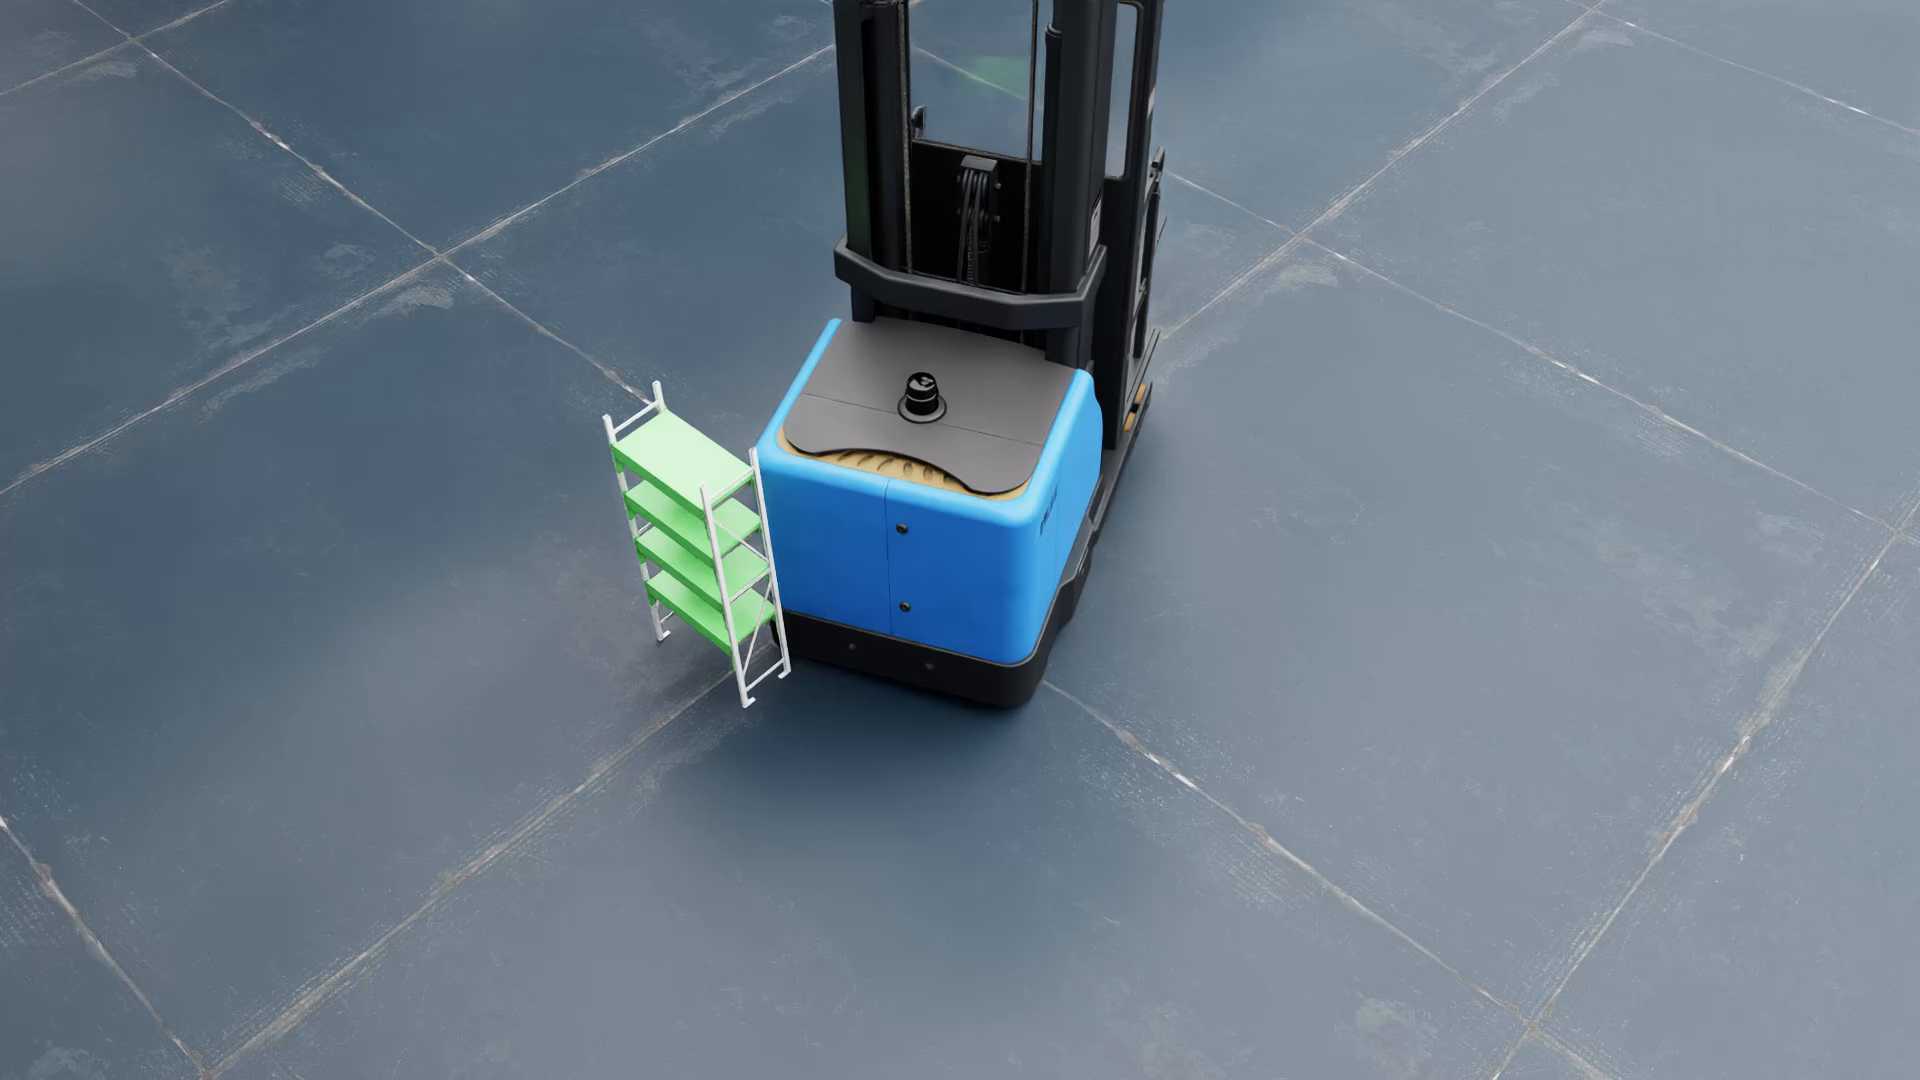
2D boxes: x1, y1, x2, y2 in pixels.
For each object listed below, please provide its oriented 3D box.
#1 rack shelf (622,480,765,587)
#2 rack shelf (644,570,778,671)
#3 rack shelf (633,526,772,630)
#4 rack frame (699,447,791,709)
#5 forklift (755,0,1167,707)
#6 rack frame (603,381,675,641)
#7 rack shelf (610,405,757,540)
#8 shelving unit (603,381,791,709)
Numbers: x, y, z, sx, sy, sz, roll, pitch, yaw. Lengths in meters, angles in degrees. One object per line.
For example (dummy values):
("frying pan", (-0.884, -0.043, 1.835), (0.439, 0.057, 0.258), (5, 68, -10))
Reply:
("rack shelf", (-0.929, -0.074, 5.858), (0.480, 0.148, 0.258), (34, 57, 28))
("rack shelf", (-0.920, 0.247, 6.215), (0.480, 0.148, 0.258), (34, 57, 28))
("rack shelf", (-0.925, 0.087, 6.037), (0.480, 0.148, 0.258), (34, 57, 28))
("rack frame", (-0.746, 0.164, 5.876), (0.015, 1.200, 0.240), (34, 57, 28))
("forklift", (0.212, -1.480, 6.238), (1.130, 2.935, 3.031), (13, 48, 12))
("rack frame", (-1.106, -0.076, 6.102), (0.015, 1.200, 0.240), (34, 57, 28))
("rack shelf", (-0.934, -0.235, 5.680), (0.480, 0.148, 0.258), (34, 57, 28))
("shelving unit", (-0.926, 0.044, 5.989), (0.503, 1.200, 0.258), (34, 57, 28))
